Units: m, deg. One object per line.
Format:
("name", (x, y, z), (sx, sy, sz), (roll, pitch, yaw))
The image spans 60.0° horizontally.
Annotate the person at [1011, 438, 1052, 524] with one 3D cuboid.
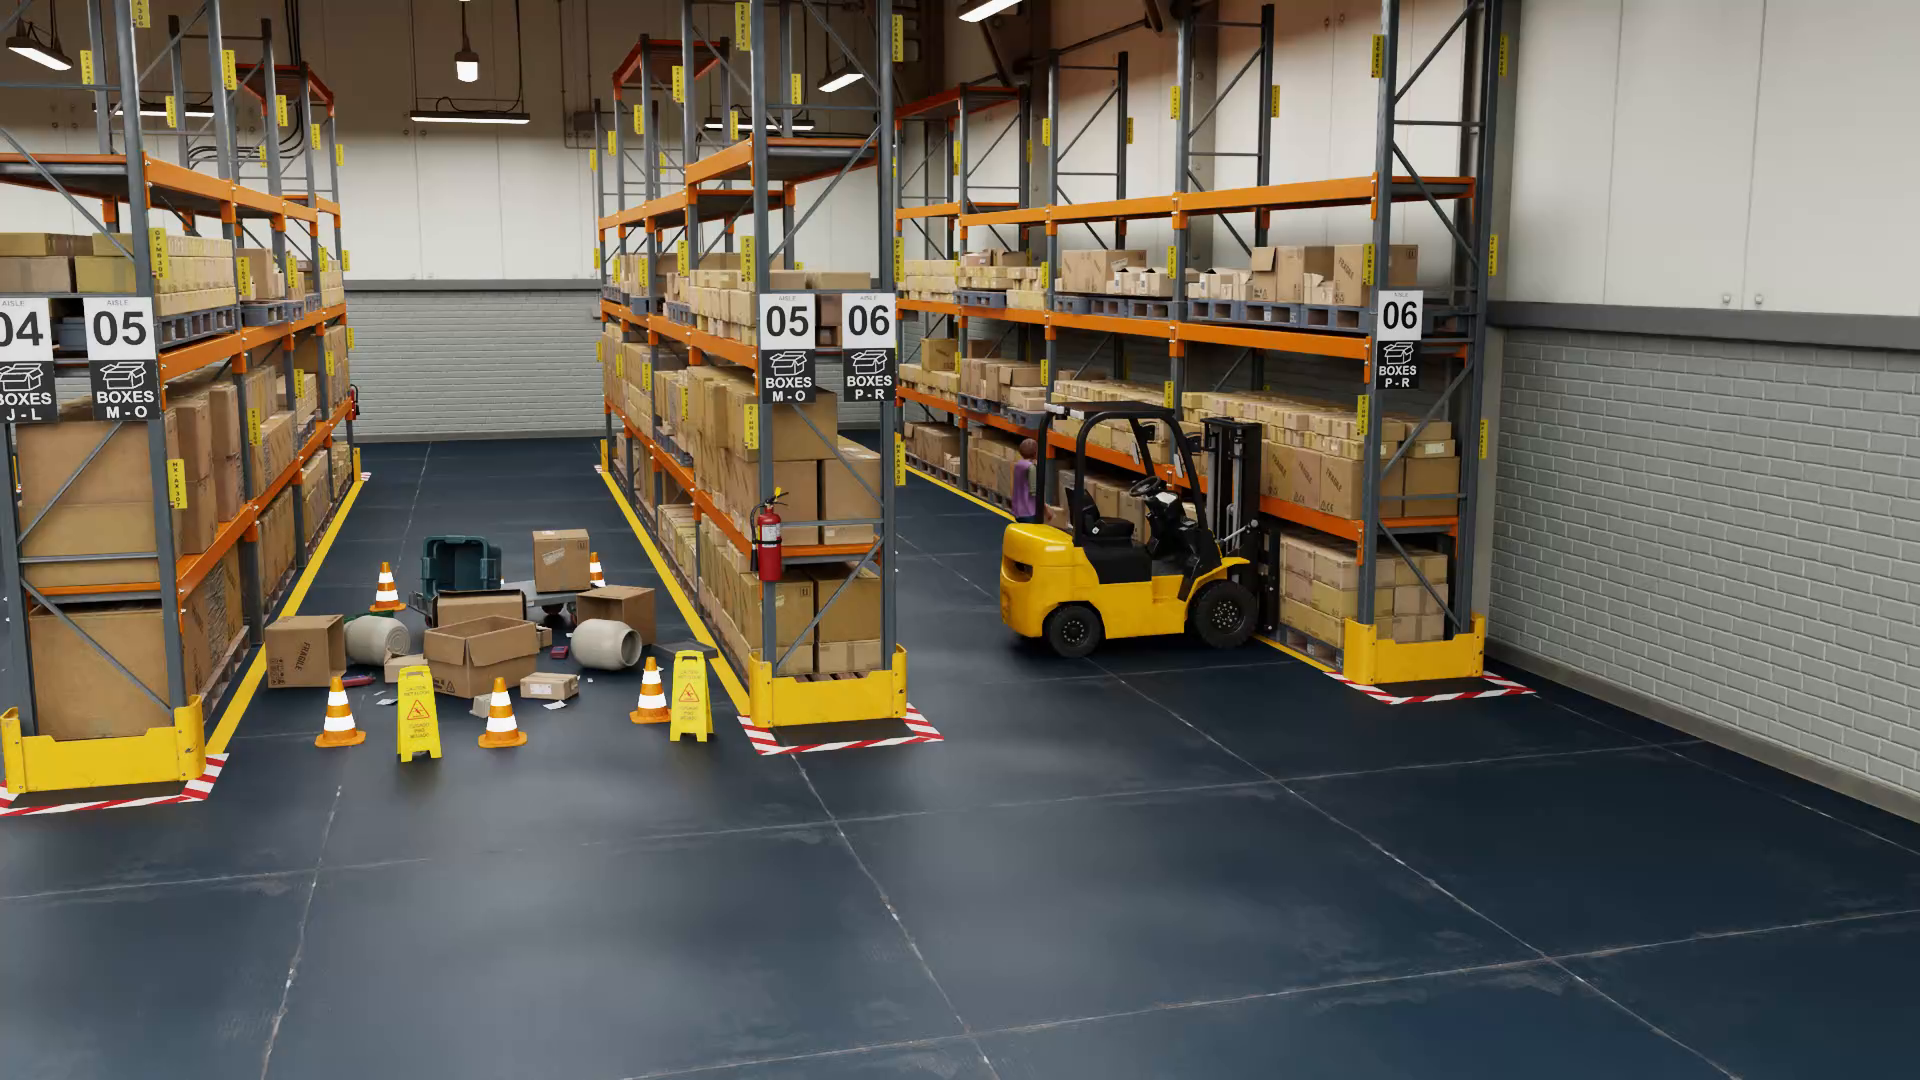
("person", (0.748, -0.272, 17.516), (0.384, 1.602, 0.444), (-3, 10, -17))
